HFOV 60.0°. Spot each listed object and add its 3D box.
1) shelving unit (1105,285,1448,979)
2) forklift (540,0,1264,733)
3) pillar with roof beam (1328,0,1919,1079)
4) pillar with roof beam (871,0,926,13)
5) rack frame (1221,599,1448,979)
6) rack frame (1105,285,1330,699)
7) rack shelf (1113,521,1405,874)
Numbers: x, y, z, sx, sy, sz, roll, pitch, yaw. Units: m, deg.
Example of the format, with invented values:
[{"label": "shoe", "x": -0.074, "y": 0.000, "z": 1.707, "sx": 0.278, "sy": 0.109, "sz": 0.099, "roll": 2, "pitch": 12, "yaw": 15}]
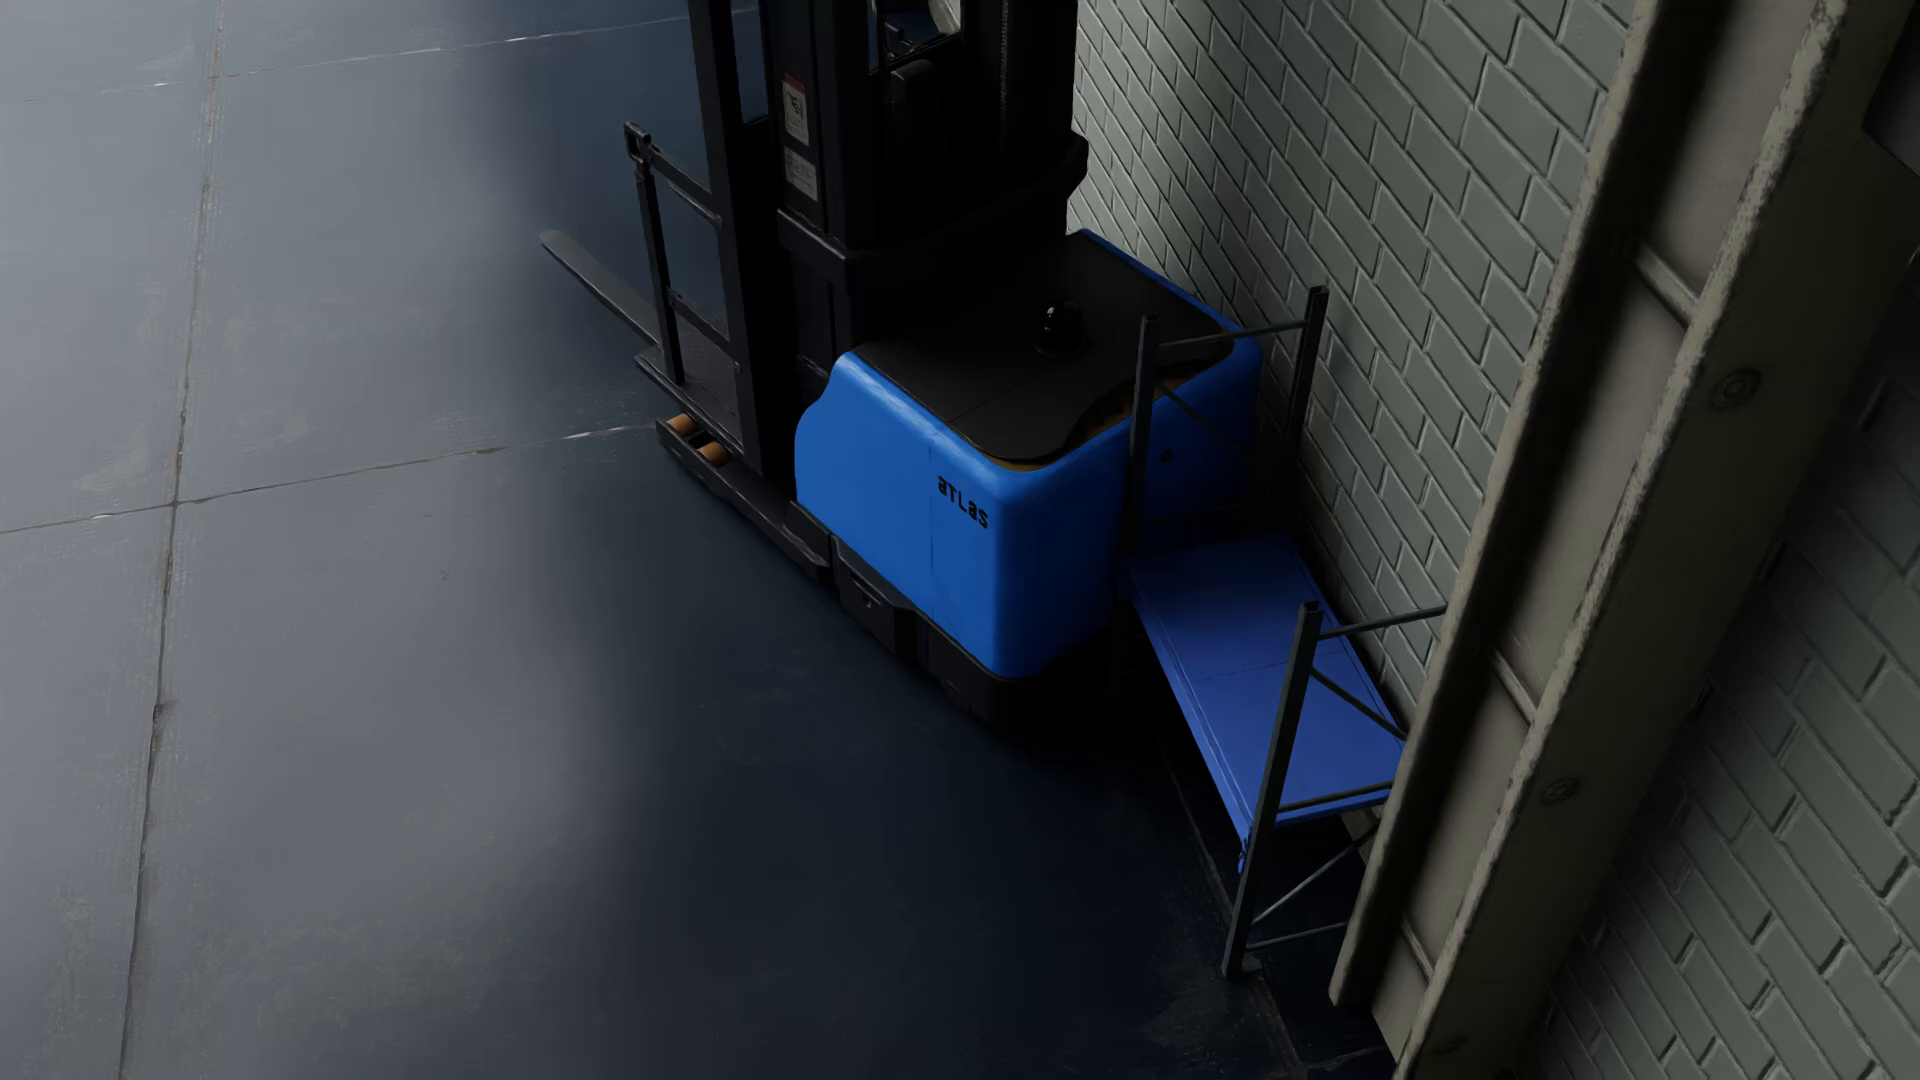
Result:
[{"label": "shelving unit", "x": 0.835, "y": 0.273, "z": 4.432, "sx": 0.538, "sy": 1.500, "sz": 1.048, "roll": -11, "pitch": 47, "yaw": -10}, {"label": "forklift", "x": -0.439, "y": -1.420, "z": 5.089, "sx": 1.130, "sy": 2.935, "sz": 3.031, "roll": -32, "pitch": 53, "yaw": -27}, {"label": "pillar with roof beam", "x": -2.959, "y": -1.026, "z": 0.455, "sx": 9.100, "sy": 9.000, "sz": 0.400, "roll": -11, "pitch": 47, "yaw": -10}, {"label": "pillar with roof beam", "x": -4.495, "y": -5.169, "z": 4.515, "sx": 9.100, "sy": 9.000, "sz": 0.400, "roll": -11, "pitch": 47, "yaw": -10}, {"label": "rack frame", "x": 0.965, "y": 0.624, "z": 4.089, "sx": 0.500, "sy": 1.500, "sz": 0.032, "roll": -11, "pitch": 47, "yaw": -10}, {"label": "rack frame", "x": 0.705, "y": -0.078, "z": 4.776, "sx": 0.500, "sy": 1.500, "sz": 0.032, "roll": -11, "pitch": 47, "yaw": -10}, {"label": "rack shelf", "x": 0.835, "y": 0.399, "z": 4.561, "sx": 0.538, "sy": 0.185, "sz": 1.000, "roll": -11, "pitch": 47, "yaw": -10}]
